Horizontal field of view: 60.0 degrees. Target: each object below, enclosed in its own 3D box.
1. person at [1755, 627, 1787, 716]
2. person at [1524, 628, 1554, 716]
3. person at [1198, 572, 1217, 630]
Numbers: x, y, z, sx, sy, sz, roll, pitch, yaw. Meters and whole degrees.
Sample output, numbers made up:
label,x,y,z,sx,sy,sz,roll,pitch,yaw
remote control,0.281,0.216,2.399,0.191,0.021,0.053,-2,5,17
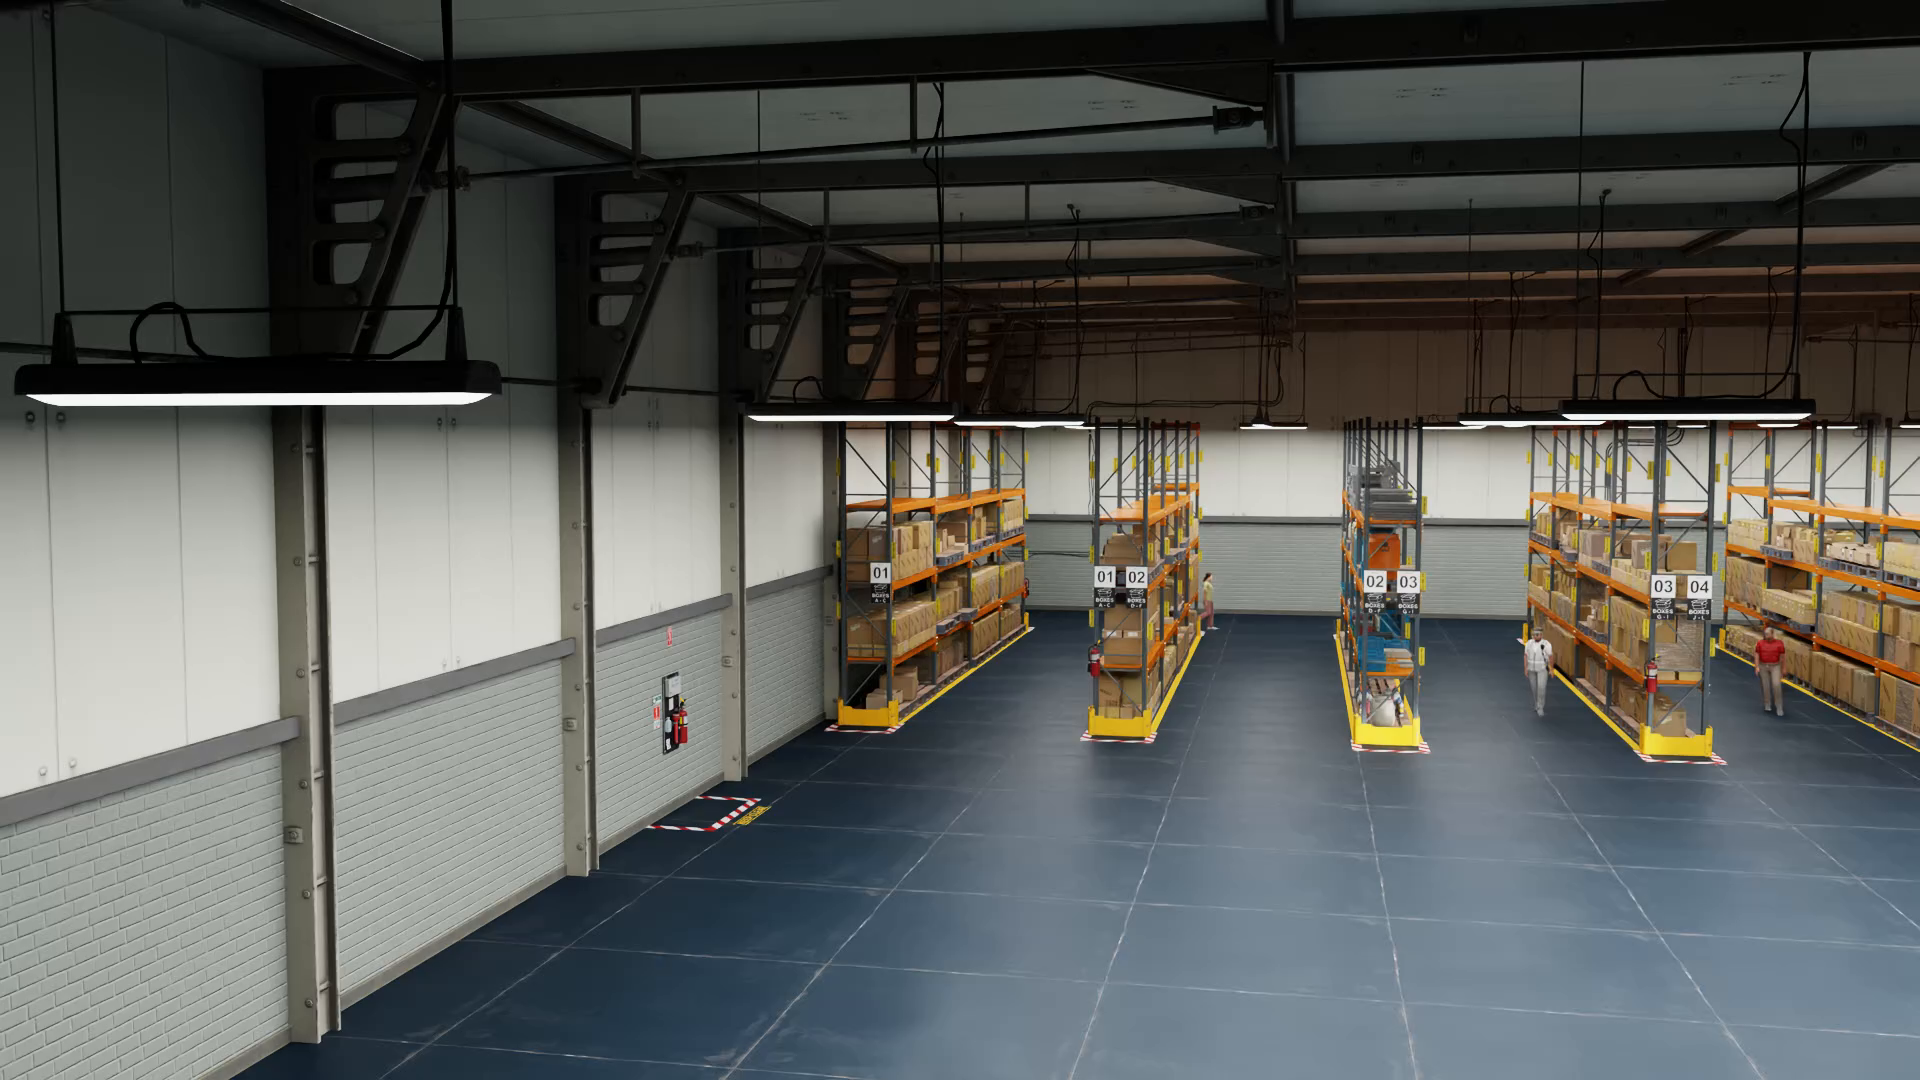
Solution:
label,x,y,z,sx,sy,sz,roll,pitch,yaw
person,16.549,2.662,33.955,0.649,1.732,0.661,3,5,38
person,11.763,2.649,33.888,0.590,1.734,0.841,3,5,42
person,7.115,1.765,48.062,0.637,1.662,0.495,2,4,26
